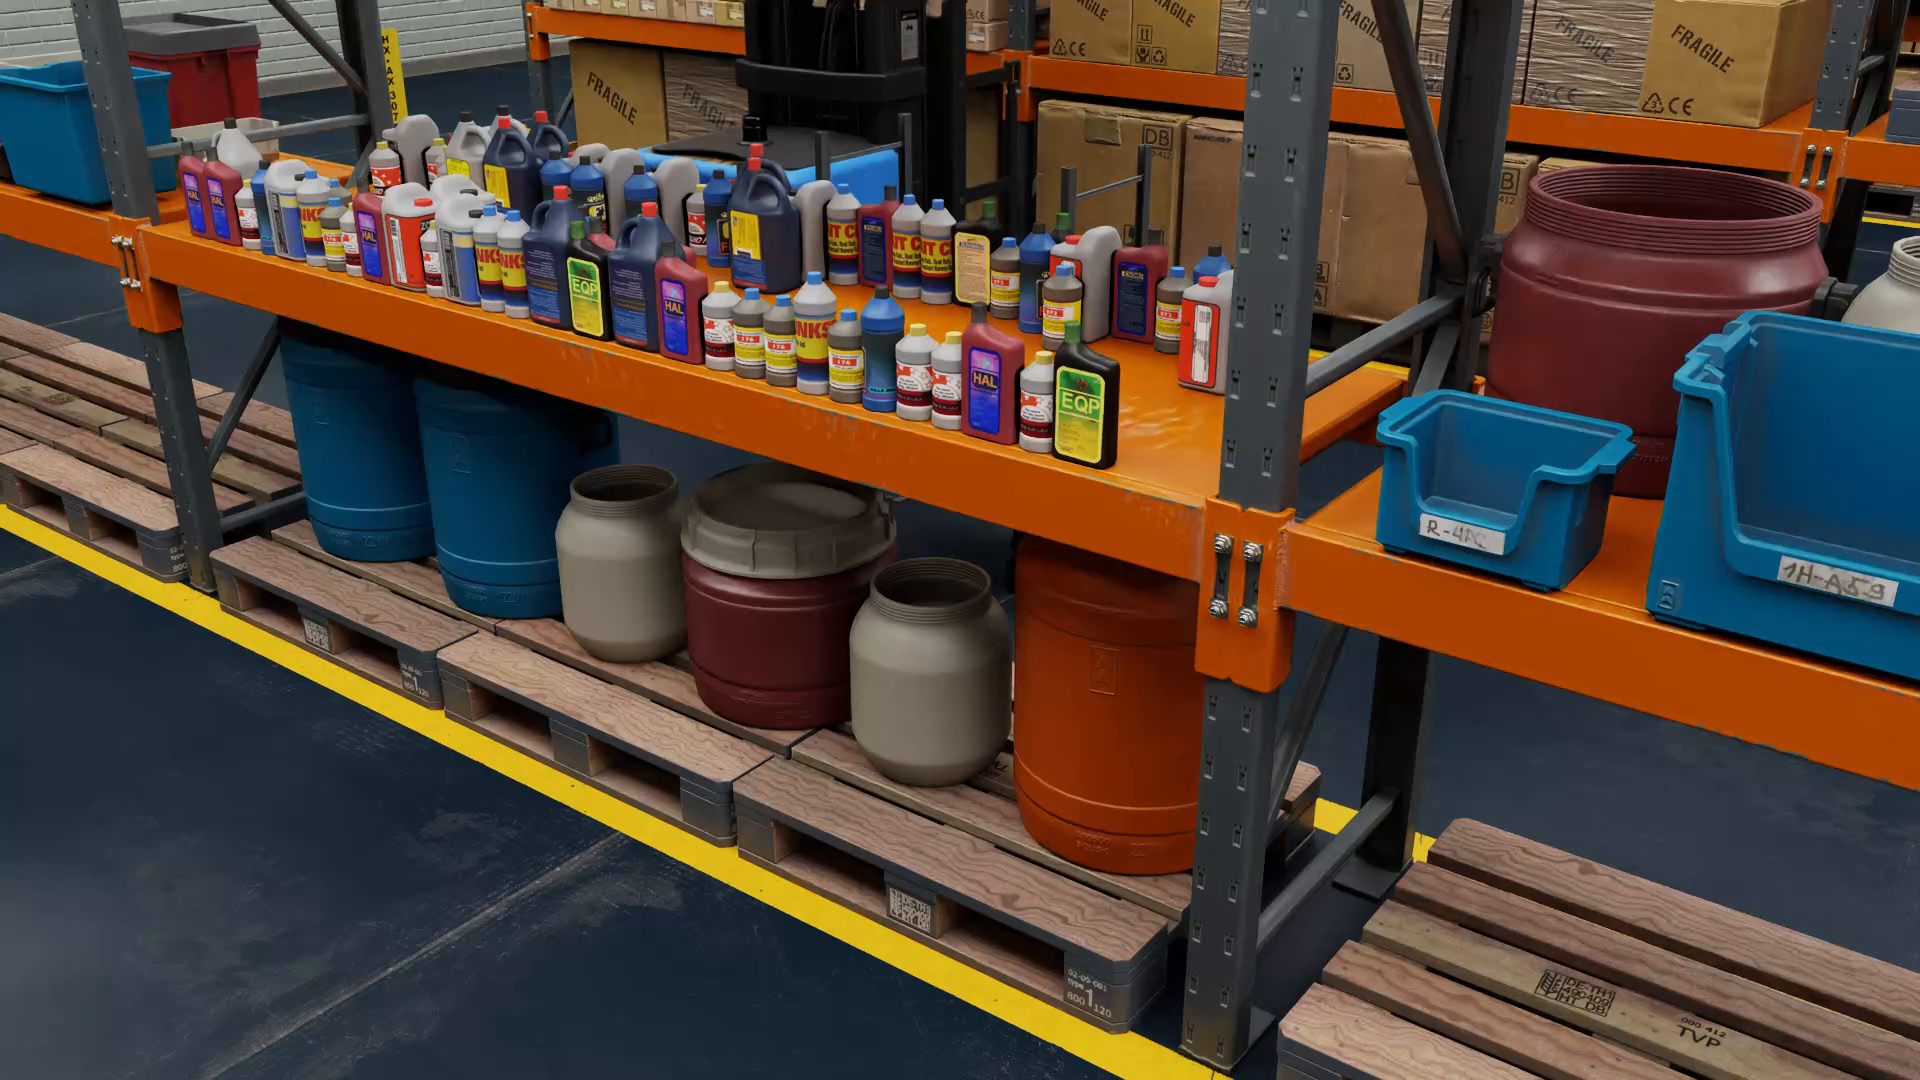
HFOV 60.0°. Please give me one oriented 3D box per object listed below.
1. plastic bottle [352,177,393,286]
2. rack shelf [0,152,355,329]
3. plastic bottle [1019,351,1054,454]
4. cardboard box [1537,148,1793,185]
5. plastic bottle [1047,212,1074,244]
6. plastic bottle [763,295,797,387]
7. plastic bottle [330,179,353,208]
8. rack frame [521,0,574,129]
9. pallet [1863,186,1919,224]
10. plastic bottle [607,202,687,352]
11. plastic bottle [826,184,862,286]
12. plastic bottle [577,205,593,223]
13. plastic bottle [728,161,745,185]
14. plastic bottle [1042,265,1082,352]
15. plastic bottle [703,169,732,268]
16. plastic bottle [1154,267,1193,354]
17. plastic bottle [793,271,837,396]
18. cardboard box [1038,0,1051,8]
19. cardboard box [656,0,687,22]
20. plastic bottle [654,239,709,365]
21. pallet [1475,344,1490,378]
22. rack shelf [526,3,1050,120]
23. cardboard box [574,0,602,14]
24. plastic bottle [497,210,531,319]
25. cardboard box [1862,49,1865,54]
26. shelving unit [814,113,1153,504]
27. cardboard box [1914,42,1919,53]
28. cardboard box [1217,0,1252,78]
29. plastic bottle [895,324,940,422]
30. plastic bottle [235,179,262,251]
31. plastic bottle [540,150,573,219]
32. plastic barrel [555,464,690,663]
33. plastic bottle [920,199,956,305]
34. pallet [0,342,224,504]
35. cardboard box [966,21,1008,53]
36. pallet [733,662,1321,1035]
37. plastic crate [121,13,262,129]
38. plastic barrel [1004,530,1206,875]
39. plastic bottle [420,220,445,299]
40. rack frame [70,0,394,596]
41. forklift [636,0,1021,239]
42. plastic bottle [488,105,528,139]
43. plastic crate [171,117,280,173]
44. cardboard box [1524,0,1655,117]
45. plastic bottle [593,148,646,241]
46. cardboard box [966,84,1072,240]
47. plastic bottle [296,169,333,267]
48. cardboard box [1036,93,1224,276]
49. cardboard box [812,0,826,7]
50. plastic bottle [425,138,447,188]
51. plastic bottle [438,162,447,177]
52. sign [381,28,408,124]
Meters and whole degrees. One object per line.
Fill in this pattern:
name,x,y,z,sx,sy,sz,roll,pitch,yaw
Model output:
plastic bottle,-1.620,-0.858,4.622,0.133,0.283,0.061,17,29,33
rack shelf,-3.969,-1.507,6.843,4.000,0.370,1.077,17,29,33
plastic bottle,0.172,-0.289,3.431,0.097,0.201,0.097,0,24,0
cardboard box,3.263,-1.377,7.769,0.875,0.875,1.225,15,28,31
plastic bottle,0.230,-0.700,4.263,0.133,0.283,0.061,17,29,33
plastic bottle,-0.402,-0.462,3.825,0.097,0.201,0.097,0,24,0
plastic bottle,-1.874,-0.983,5.008,0.097,0.201,0.097,0,24,0
rack frame,-2.598,-3.918,11.422,0.127,3.000,1.000,17,29,33
pallet,6.234,-2.473,11.600,1.213,0.211,1.003,17,29,33
plastic bottle,-0.764,-0.651,4.069,0.185,0.351,0.144,17,29,33
plastic bottle,-0.320,-0.852,4.622,0.097,0.271,0.097,0,24,0
plastic bottle,-0.981,-0.742,4.373,0.097,0.271,0.097,0,24,0
plastic bottle,-0.657,-0.968,4.872,0.133,0.283,0.061,17,29,33
plastic bottle,0.250,-0.571,4.071,0.097,0.201,0.097,0,24,0
plastic bottle,-0.690,-0.933,4.807,0.097,0.271,0.097,0,24,0
plastic bottle,0.526,-0.564,4.056,0.097,0.201,0.097,0,24,0
plastic bottle,-0.325,-0.471,3.757,0.097,0.271,0.097,0,24,0
cardboard box,0.384,-3.216,9.647,0.500,0.250,0.500,16,29,32
cardboard box,-1.689,-3.363,10.474,0.250,0.149,0.380,16,28,32
plastic bottle,-0.661,-0.569,3.965,0.133,0.283,0.061,17,29,33
pallet,3.217,-0.922,8.082,1.213,0.211,1.003,17,29,33
rack shelf,-0.998,-3.105,10.470,4.000,0.370,1.077,17,29,33
cardboard box,-2.306,-3.549,10.897,0.250,0.149,0.380,16,29,33
plastic bottle,-1.145,-0.719,4.320,0.097,0.271,0.097,0,24,0
cardboard box,6.046,-3.318,11.710,0.500,0.250,0.500,16,29,33
shelving unit,0.068,-0.666,5.901,1.048,1.500,0.538,17,29,33
cardboard box,9.244,-4.595,15.072,0.875,0.875,0.875,17,29,33
cardboard box,1.624,-2.562,8.221,0.500,0.500,0.500,16,28,32
plastic bottle,-0.091,-0.368,3.611,0.097,0.201,0.097,0,24,0
plastic bottle,-2.121,-0.981,5.003,0.097,0.201,0.097,0,24,0
plastic bottle,-1.223,-1.048,5.068,0.097,0.271,0.097,0,24,0
plastic barrel,-0.978,0.067,4.942,0.421,0.512,0.421,0,24,0
plastic bottle,-0.058,-0.772,4.442,0.097,0.271,0.097,0,24,0
pallet,-3.960,-0.537,7.207,1.213,0.211,1.003,17,29,33
cardboard box,0.162,-2.804,9.205,0.250,0.149,0.380,17,29,34
pallet,0.177,0.713,4.369,1.213,0.211,1.003,17,29,33
plastic crate,-2.932,-1.706,6.249,0.583,0.464,0.402,17,29,33
plastic barrel,0.431,0.303,4.014,0.708,0.830,0.600,17,29,33
plastic bottle,-1.409,-0.766,4.515,0.097,0.201,0.097,0,24,0
rack frame,-2.368,-1.353,5.600,0.127,3.000,1.000,17,29,33
forklift,-0.295,-2.521,8.336,1.130,2.935,3.031,16,28,32
plastic bottle,-1.436,-1.214,5.345,0.185,0.351,0.144,17,29,33
plastic crate,-2.655,-1.418,6.001,0.243,0.136,0.396,17,29,33
cardboard box,2.864,-2.191,7.379,0.500,0.500,0.500,17,29,33
plastic bottle,-1.055,-1.062,5.094,0.135,0.276,0.152,17,29,33
cardboard box,0.122,-2.356,9.991,0.875,0.875,0.875,17,29,33
plastic bottle,-1.857,-0.934,4.808,0.097,0.271,0.097,0,24,0
cardboard box,1.127,-2.022,9.234,0.875,0.875,1.225,17,29,33
cardboard box,-0.732,-3.288,9.810,0.500,0.250,0.500,18,29,34
plastic bottle,-1.750,-1.252,5.617,0.097,0.201,0.097,0,24,0
plastic bottle,-1.626,-1.138,5.358,0.097,0.201,0.097,0,24,0
sign,-2.037,-1.656,5.946,0.005,0.325,0.100,17,29,33
